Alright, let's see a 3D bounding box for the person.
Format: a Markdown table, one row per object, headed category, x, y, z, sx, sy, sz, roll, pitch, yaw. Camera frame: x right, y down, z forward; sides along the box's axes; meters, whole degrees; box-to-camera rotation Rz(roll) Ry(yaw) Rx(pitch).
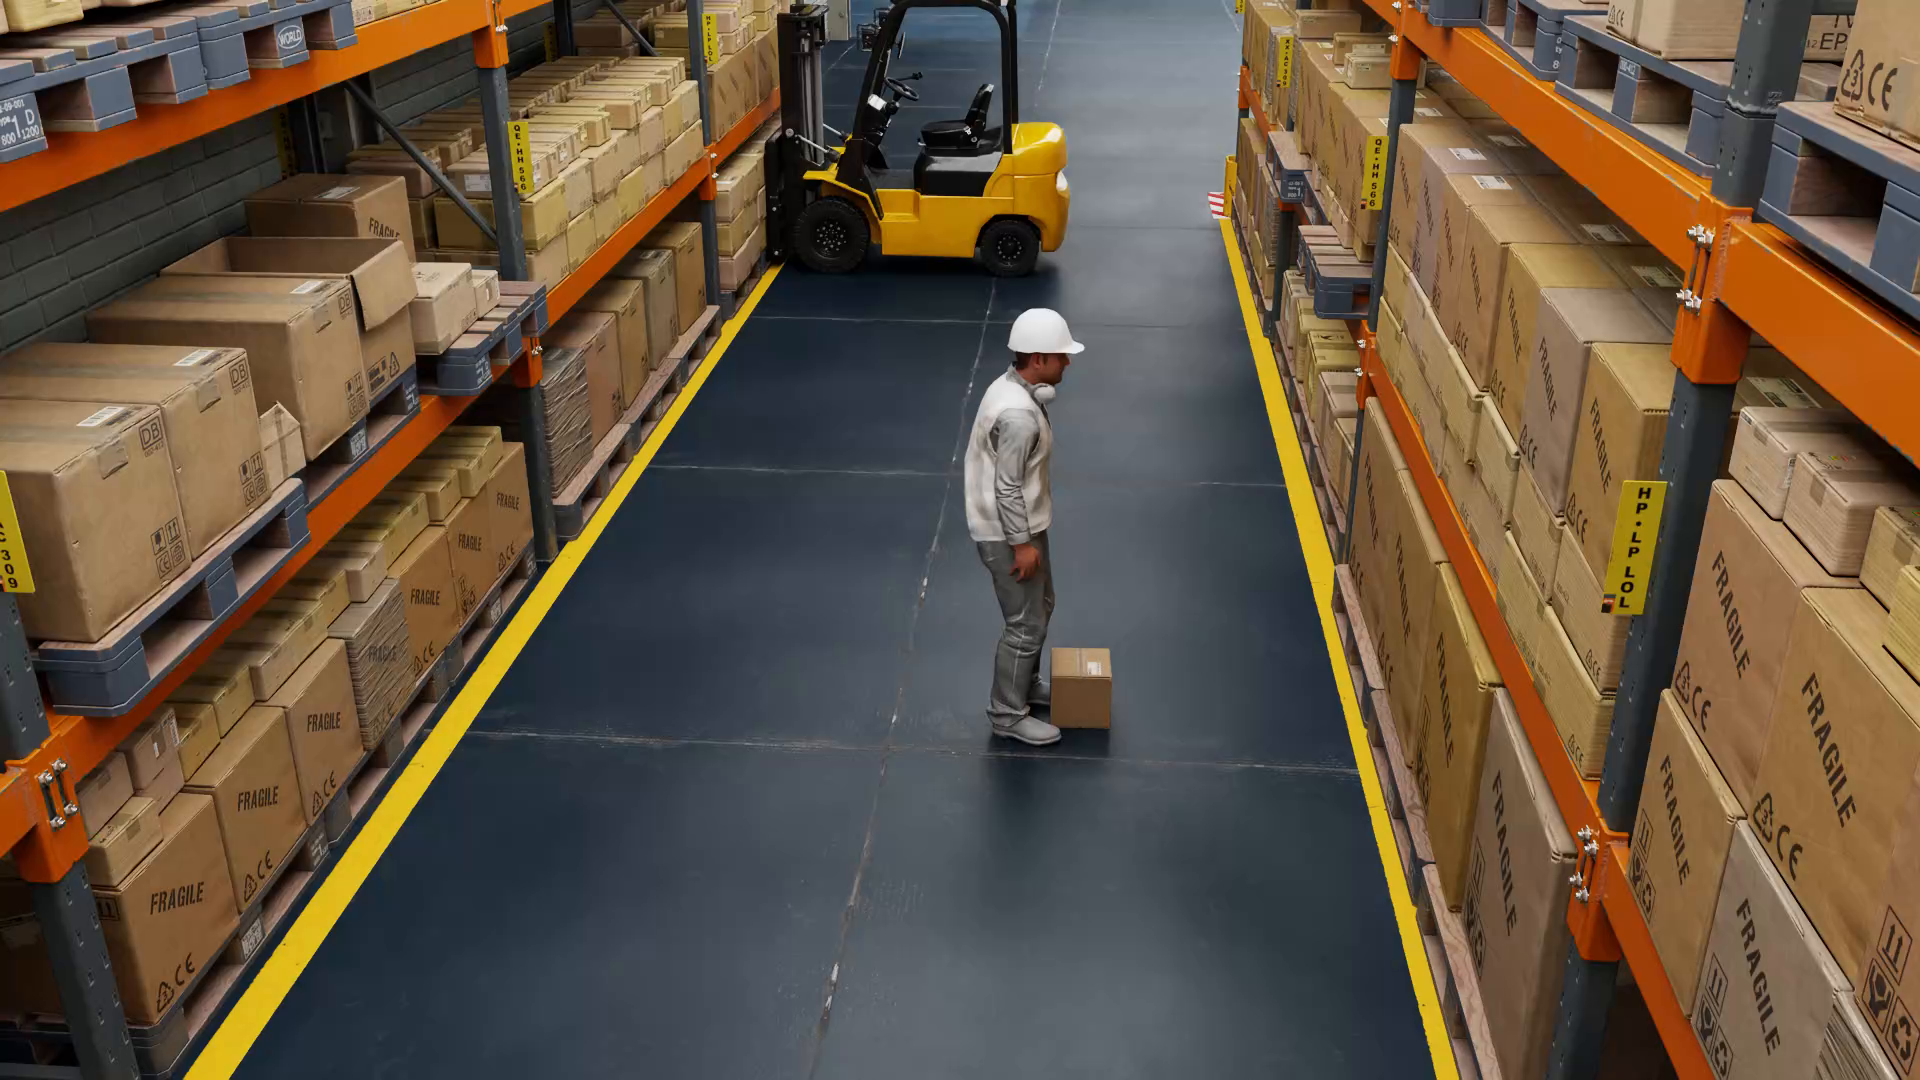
| category | x | y | z | sx | sy | sz | roll | pitch | yaw |
| --- | --- | --- | --- | --- | --- | --- | --- | --- | --- |
| person | 0.248 | -0.067 | 6.725 | 0.467 | 1.767 | 0.579 | 2 | 24 | 4 |
